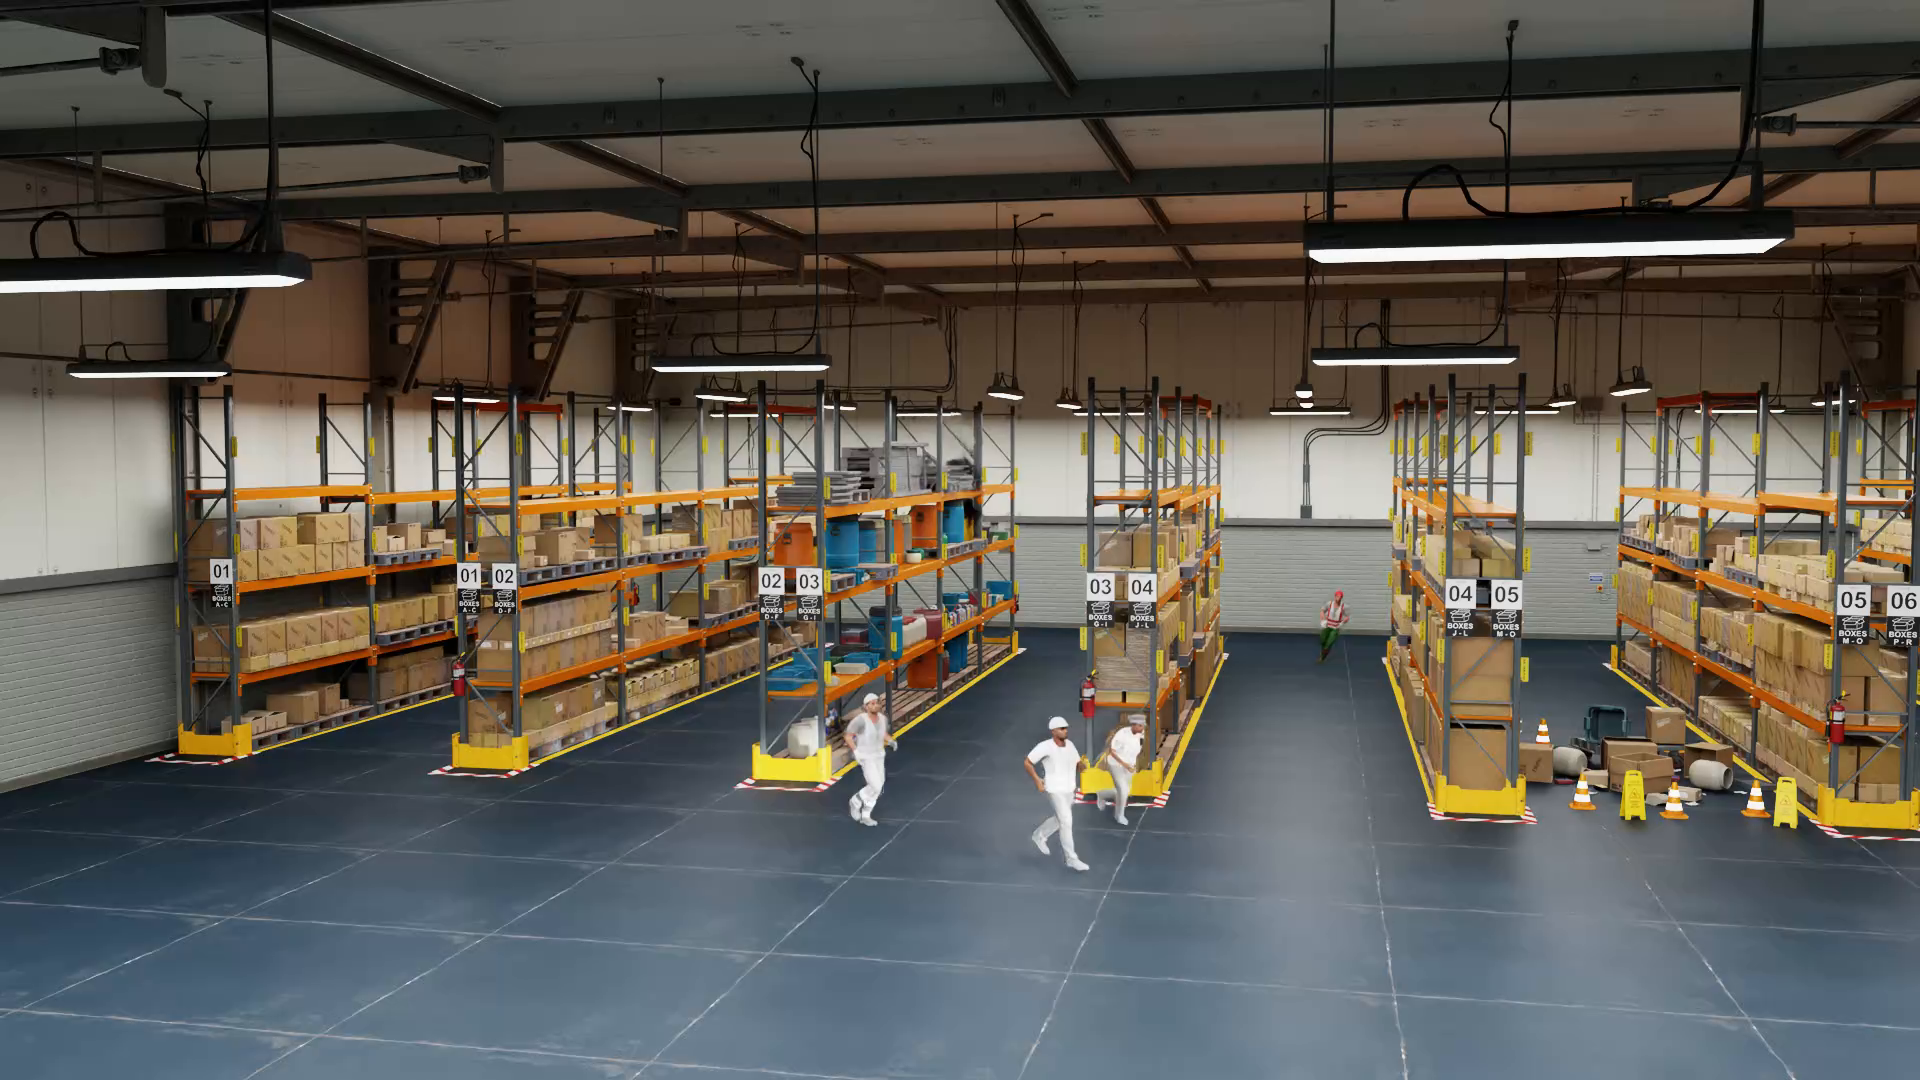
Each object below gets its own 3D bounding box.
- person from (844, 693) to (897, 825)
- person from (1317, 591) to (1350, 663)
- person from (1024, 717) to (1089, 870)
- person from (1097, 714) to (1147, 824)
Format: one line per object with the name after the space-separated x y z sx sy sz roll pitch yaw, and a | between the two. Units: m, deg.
-1.127 2.897 21.969 0.637 1.749 0.579 -3 4 -45 | person
8.660 2.003 38.512 0.723 1.686 0.631 1 3 19 | person
1.190 2.980 19.832 0.983 1.750 0.701 3 4 44 | person
2.165 3.033 22.185 0.582 1.510 0.895 -2 4 -36 | person
